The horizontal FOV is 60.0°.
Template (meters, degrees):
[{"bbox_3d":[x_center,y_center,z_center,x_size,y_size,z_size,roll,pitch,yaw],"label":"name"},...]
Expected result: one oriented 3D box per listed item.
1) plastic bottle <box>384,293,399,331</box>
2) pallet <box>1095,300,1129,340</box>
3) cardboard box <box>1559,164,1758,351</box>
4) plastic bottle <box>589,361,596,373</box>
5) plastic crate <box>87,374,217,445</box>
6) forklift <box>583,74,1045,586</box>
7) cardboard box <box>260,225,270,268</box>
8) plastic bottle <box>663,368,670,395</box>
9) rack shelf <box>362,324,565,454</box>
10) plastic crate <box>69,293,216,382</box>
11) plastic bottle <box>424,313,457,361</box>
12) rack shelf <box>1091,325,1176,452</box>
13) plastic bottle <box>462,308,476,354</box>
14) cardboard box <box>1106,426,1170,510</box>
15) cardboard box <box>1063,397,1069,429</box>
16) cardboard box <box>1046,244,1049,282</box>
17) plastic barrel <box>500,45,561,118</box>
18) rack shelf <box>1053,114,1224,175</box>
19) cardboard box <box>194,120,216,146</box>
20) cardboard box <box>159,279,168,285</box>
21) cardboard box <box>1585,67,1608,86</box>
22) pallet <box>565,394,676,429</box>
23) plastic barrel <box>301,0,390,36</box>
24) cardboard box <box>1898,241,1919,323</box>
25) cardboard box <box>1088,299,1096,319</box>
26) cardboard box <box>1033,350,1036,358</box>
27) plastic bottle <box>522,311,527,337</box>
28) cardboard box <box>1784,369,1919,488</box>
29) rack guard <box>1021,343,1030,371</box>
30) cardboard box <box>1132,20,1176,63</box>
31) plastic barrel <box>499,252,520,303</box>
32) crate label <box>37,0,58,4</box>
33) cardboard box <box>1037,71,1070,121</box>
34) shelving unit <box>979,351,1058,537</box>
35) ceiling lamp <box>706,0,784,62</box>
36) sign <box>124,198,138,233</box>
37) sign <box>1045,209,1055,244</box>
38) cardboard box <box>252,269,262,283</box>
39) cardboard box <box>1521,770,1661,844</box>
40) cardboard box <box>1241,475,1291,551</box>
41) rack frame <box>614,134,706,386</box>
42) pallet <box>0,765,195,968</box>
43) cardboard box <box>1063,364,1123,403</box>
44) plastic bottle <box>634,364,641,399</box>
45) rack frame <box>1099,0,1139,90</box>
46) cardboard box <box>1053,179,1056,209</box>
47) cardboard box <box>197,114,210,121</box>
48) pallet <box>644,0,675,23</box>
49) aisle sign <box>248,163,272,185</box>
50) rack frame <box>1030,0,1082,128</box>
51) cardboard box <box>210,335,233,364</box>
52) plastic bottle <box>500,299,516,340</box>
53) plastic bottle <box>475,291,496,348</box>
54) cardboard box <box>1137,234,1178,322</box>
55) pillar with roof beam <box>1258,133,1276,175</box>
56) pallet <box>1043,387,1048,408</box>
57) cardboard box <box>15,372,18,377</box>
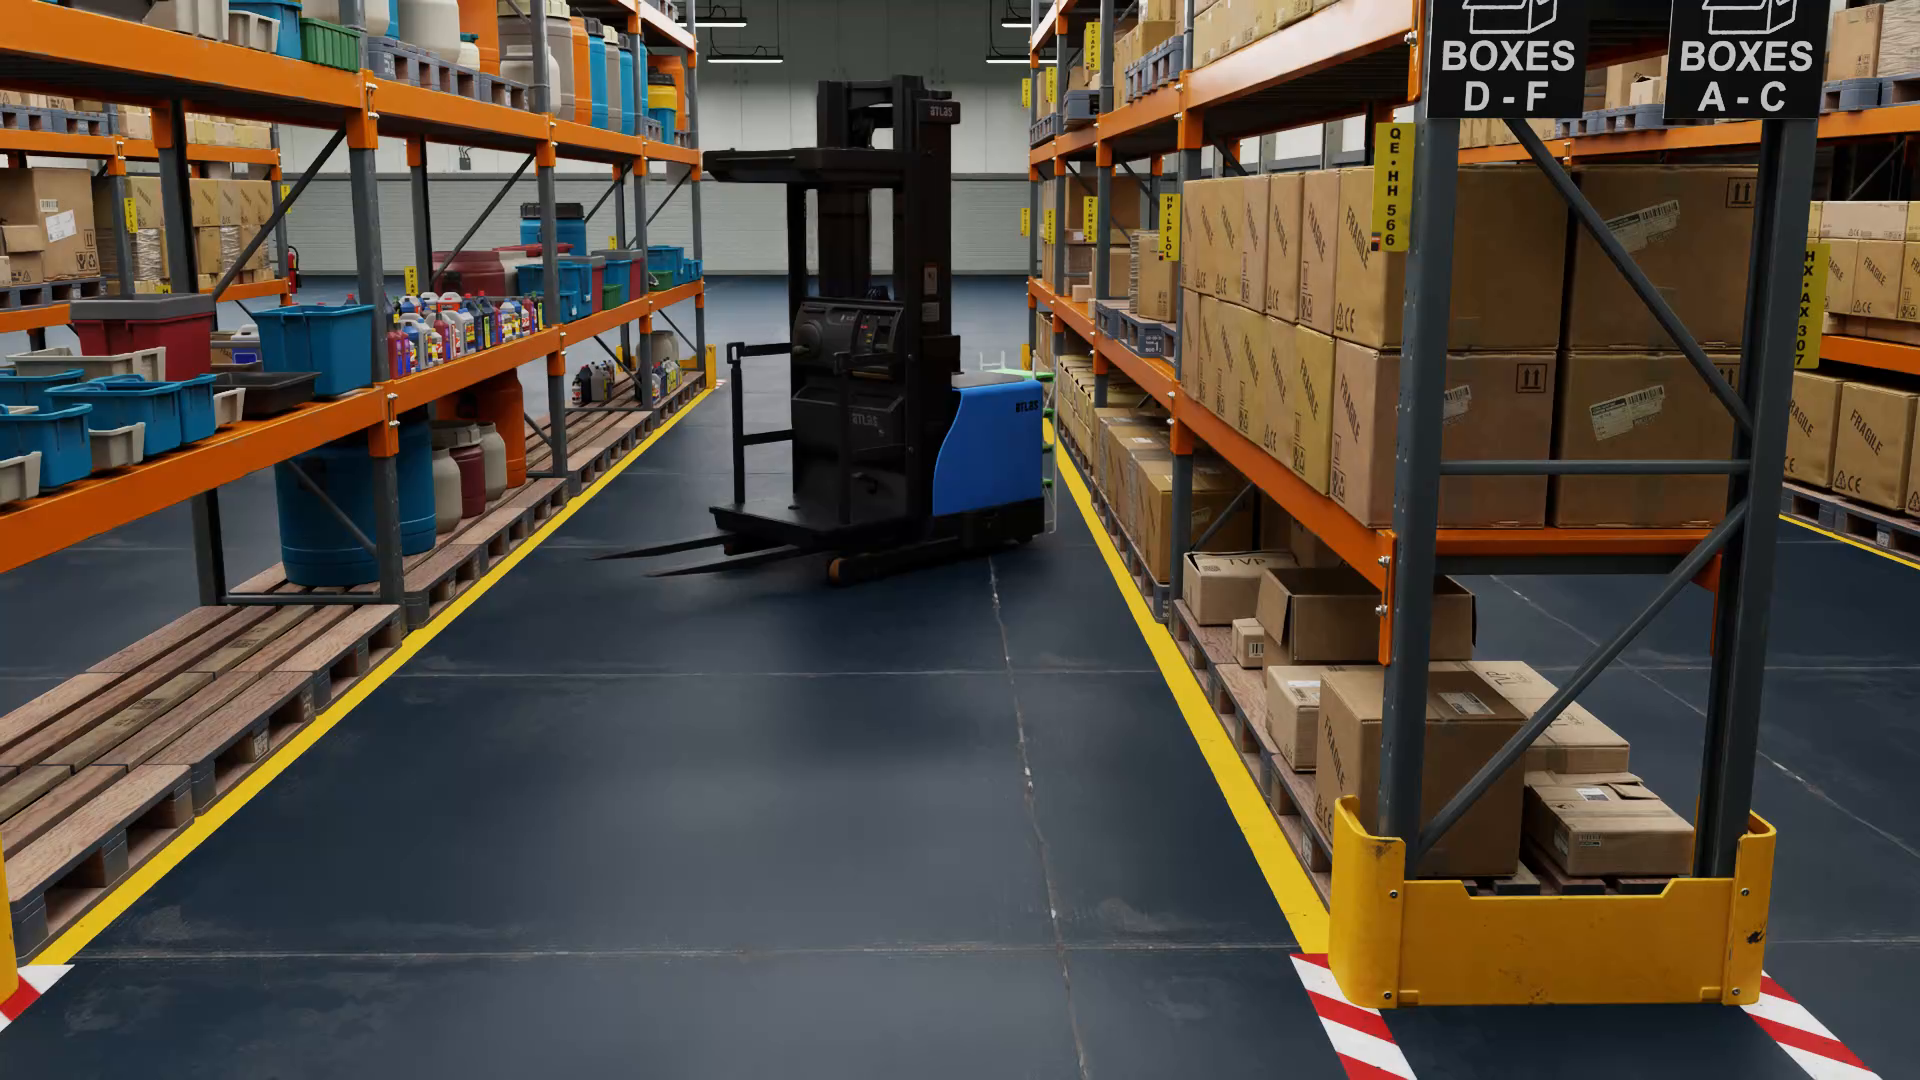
[{"bbox_3d":[-3.582,-1.366,10.370,0.144,0.351,0.185,0,11,-1],"label":"plastic bottle"},{"bbox_3d":[1.592,-1.548,11.629,1.213,0.211,1.003,0,11,-1],"label":"pallet"},{"bbox_3d":[1.927,-0.815,4.765,0.500,0.500,0.500,0,11,1],"label":"cardboard box"},{"bbox_3d":[-3.839,-1.699,17.445,0.144,0.351,0.185,0,11,-2],"label":"plastic bottle"},{"bbox_3d":[-2.989,-0.486,6.181,0.416,0.233,0.300,0,11,-1],"label":"plastic crate"},{"bbox_3d":[-0.839,-1.284,10.015,1.130,2.935,3.031,11,16,44],"label":"forklift"},{"bbox_3d":[-8.578,-3.412,19.335,0.875,0.500,0.500,0,11,-1],"label":"cardboard box"},{"bbox_3d":[-3.095,-1.669,17.468,0.061,0.283,0.133,0,11,1],"label":"plastic bottle"},{"bbox_3d":[-3.403,-1.007,10.288,1.077,0.370,4.000,0,11,-1],"label":"rack shelf"},{"bbox_3d":[-3.594,-0.844,7.364,0.402,0.464,0.583,0,11,-1],"label":"plastic crate"},{"bbox_3d":[-3.010,-1.179,9.637,0.152,0.276,0.135,0,11,-1],"label":"plastic bottle"},{"bbox_3d":[1.549,-1.027,10.384,1.077,0.370,4.000,0,11,-1],"label":"rack shelf"},{"bbox_3d":[-2.992,-1.265,10.075,0.097,0.271,0.097,0,11,0],"label":"plastic bottle"},{"bbox_3d":[1.253,-0.472,11.021,0.500,0.500,0.500,0,11,-2],"label":"cardboard box"},{"bbox_3d":[1.208,-1.144,15.015,0.500,0.250,0.500,-1,11,-3],"label":"cardboard box"},{"bbox_3d":[1.355,-3.219,19.129,0.700,0.500,0.500,0,11,0],"label":"cardboard box"},{"bbox_3d":[-3.145,-3.345,12.177,0.421,0.512,0.421,0,11,0],"label":"plastic barrel"},{"bbox_3d":[1.466,-3.292,14.006,1.077,0.370,4.000,0,11,-1],"label":"rack shelf"},{"bbox_3d":[-8.267,-4.328,17.680,0.500,0.250,0.500,0,11,-2],"label":"cardboard box"},{"bbox_3d":[-8.208,-2.552,16.726,0.380,0.149,0.250,0,11,-1],"label":"cardboard box"},{"bbox_3d":[6.096,-4.710,16.372,0.500,0.500,0.500,-1,12,-6],"label":"cardboard box"},{"bbox_3d":[-3.500,-1.319,17.031,1.003,0.211,1.213,0,11,-1],"label":"pallet"},{"bbox_3d":[-3.122,-2.810,8.424,0.433,0.535,0.433,0,11,0],"label":"plastic barrel"},{"bbox_3d":[6.244,-1.599,10.344,0.500,0.500,0.500,0,11,0],"label":"cardboard box"},{"bbox_3d":[1.213,-1.831,13.173,0.380,0.149,0.250,0,11,-1],"label":"cardboard box"},{"bbox_3d":[1.131,-2.118,19.813,0.500,0.250,0.500,0,11,-1],"label":"cardboard box"},{"bbox_3d":[-3.019,-1.493,11.373,0.097,0.201,0.097,0,11,0],"label":"plastic bottle"},{"bbox_3d":[6.344,-0.803,11.825,0.750,0.750,0.750,0,11,-2],"label":"cardboard box"},{"bbox_3d":[1.342,-2.147,20.383,1.175,0.500,0.348,0,11,-1],"label":"rack guard"},{"bbox_3d":[1.572,-3.004,10.528,0.910,0.500,0.500,0,11,-1],"label":"cardboard box"},{"bbox_3d":[-3.679,-2.016,13.168,0.421,0.512,0.421,0,11,0],"label":"plastic barrel"},{"bbox_3d":[-2.975,-1.749,4.964,0.408,0.251,0.502,0,11,-1],"label":"crate label"},{"bbox_3d":[1.103,-4.829,18.115,0.500,0.500,0.500,0,11,-1],"label":"cardboard box"},{"bbox_3d":[0.391,-0.659,11.287,0.503,1.200,0.258,11,16,44],"label":"shelving unit"},{"bbox_3d":[-5.664,-14.198,43.730,2.000,3.185,0.800,0,11,-1],"label":"ceiling lamp"},{"bbox_3d":[-7.924,-3.102,15.895,0.100,0.325,0.005,0,11,-1],"label":"sign"},{"bbox_3d":[0.870,-3.032,16.085,0.100,0.325,0.005,0,11,-1],"label":"sign"},{"bbox_3d":[-8.288,-3.049,19.175,0.380,0.149,0.250,0,11,-1],"label":"cardboard box"},{"bbox_3d":[2.003,0.852,5.334,0.380,0.166,0.250,0,11,-1],"label":"cardboard box"},{"bbox_3d":[1.824,-0.069,9.037,0.500,0.500,0.500,-1,11,-4],"label":"cardboard box"},{"bbox_3d":[-3.610,-3.347,20.015,1.000,3.000,0.127,0,11,-1],"label":"rack frame"},{"bbox_3d":[-3.258,1.036,5.423,1.003,0.211,1.213,0,11,-1],"label":"pallet"},{"bbox_3d":[1.202,-1.419,14.960,0.500,0.311,0.500,-1,11,-3],"label":"cardboard box"},{"bbox_3d":[-3.273,-1.631,17.111,0.144,0.351,0.185,0,11,-1],"label":"plastic bottle"},{"bbox_3d":[1.508,-4.717,11.676,1.000,3.000,0.127,0,11,-1],"label":"rack frame"},{"bbox_3d":[1.378,-3.644,17.963,0.700,0.500,0.500,0,11,-1],"label":"cardboard box"},{"bbox_3d":[-8.265,-4.552,17.781,0.380,0.149,0.250,-1,11,-4],"label":"cardboard box"},{"bbox_3d":[-3.600,-5.611,17.563,1.003,0.211,1.213,0,11,-1],"label":"pallet"},{"bbox_3d":[-8.263,-4.615,19.723,0.394,0.787,0.004,0,11,-1],"label":"aisle sign"},{"bbox_3d":[1.342,-6.307,19.515,1.000,3.000,0.127,0,11,-1],"label":"rack frame"},{"bbox_3d":[-8.519,-2.065,18.924,0.500,0.500,0.500,3,12,14],"label":"cardboard box"},{"bbox_3d":[-3.013,-1.469,11.080,0.097,0.271,0.097,0,11,0],"label":"plastic bottle"},{"bbox_3d":[-3.025,-1.395,10.516,0.144,0.351,0.185,0,11,-1],"label":"plastic bottle"},{"bbox_3d":[1.492,-1.587,10.031,0.700,0.500,0.500,-3,12,-16],"label":"cardboard box"},{"bbox_3d":[2.498,-9.753,36.500,9.100,9.000,0.548,0,11,-1],"label":"pillar with roof beam"},{"bbox_3d":[1.422,-1.607,18.448,1.003,0.211,1.213,0,11,-1],"label":"pallet"},{"bbox_3d":[-8.485,-1.194,14.582,0.700,0.500,0.500,-1,12,-6],"label":"cardboard box"}]
